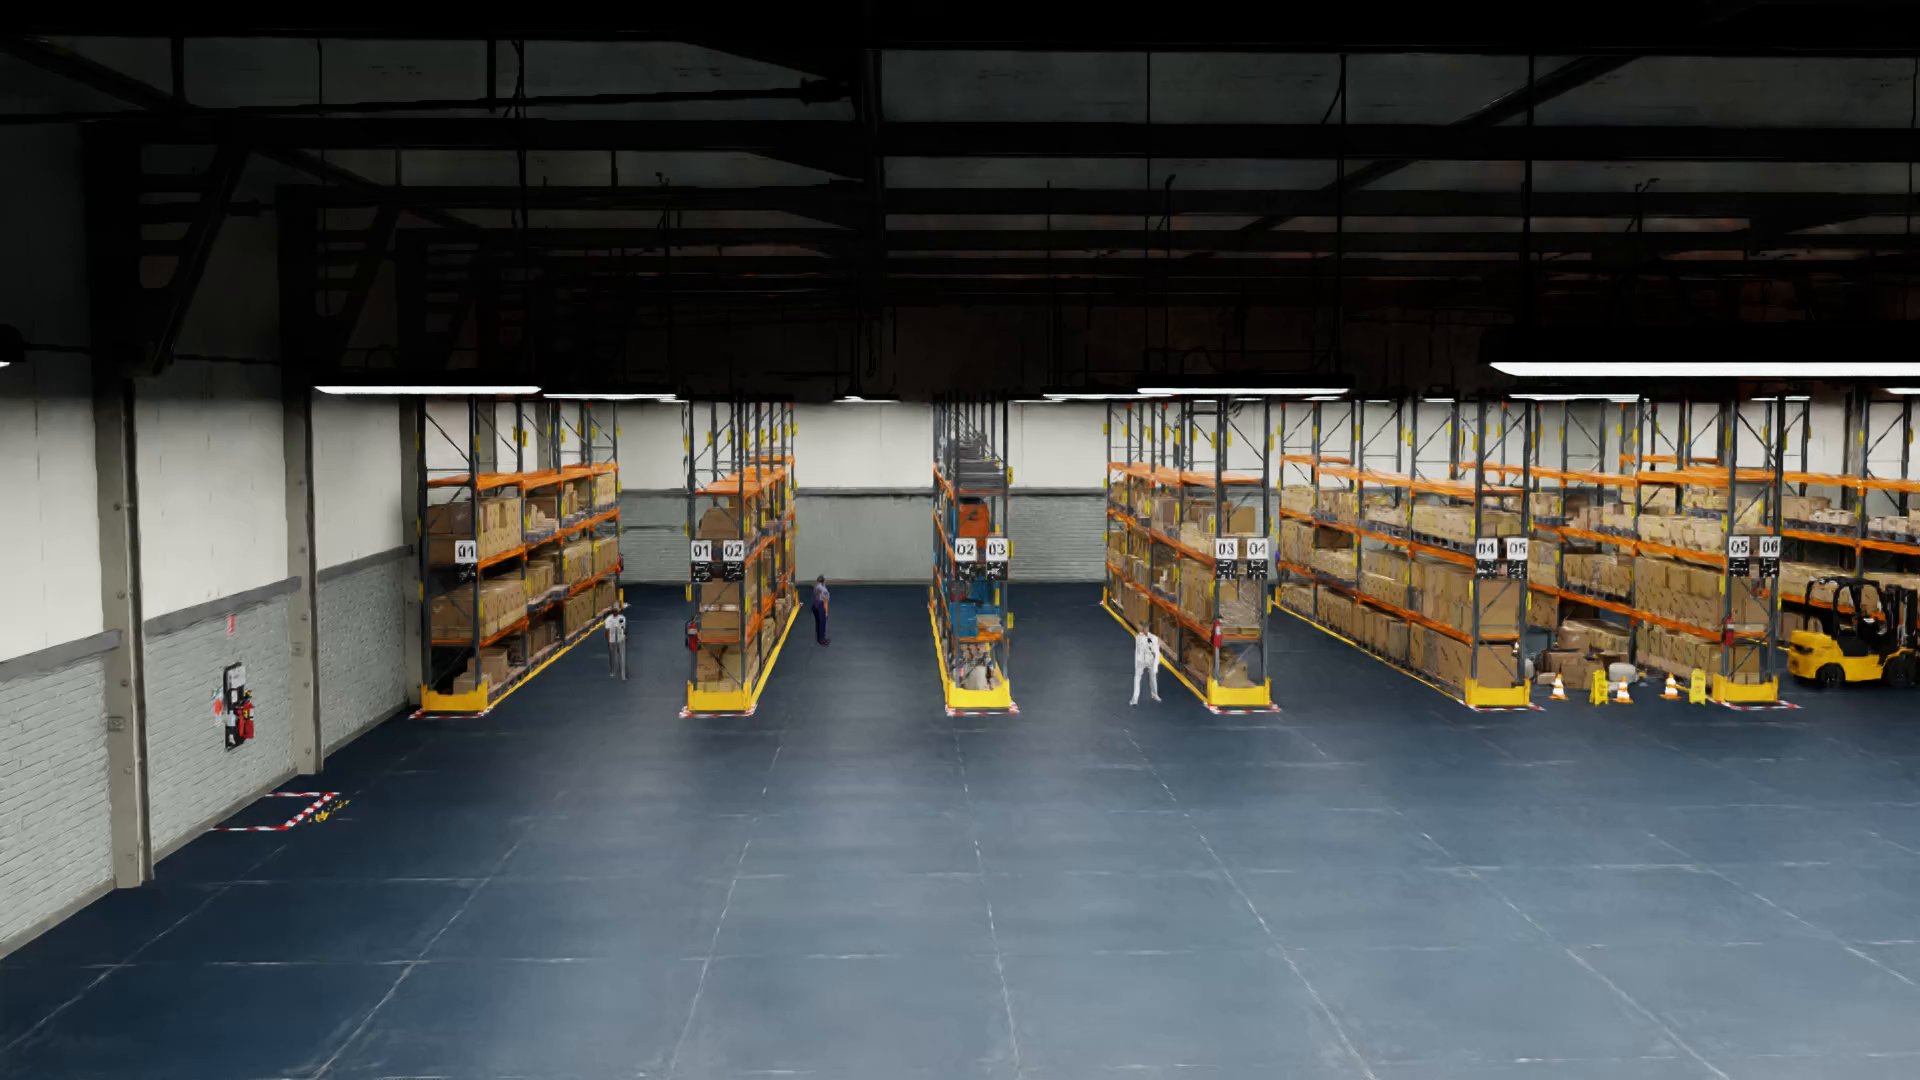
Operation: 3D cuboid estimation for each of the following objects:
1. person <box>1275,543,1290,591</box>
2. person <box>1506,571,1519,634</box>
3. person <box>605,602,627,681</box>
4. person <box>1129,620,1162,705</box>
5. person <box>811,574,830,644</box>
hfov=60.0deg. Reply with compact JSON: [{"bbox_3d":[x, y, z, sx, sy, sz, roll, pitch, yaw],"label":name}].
[{"bbox_3d":[9.654,0.871,49.514,0.519,1.647,0.525,3,6,35],"label":"person"},{"bbox_3d":[13.433,1.530,40.706,0.580,1.719,0.668,2,5,20],"label":"person"},{"bbox_3d":[-7.135,2.083,34.509,0.448,1.623,0.997,-1,5,-11],"label":"person"},{"bbox_3d":[3.561,2.319,31.767,0.524,1.624,0.929,2,5,21],"label":"person"},{"bbox_3d":[-3.279,1.648,39.850,0.487,1.653,0.532,-3,6,-37],"label":"person"}]
